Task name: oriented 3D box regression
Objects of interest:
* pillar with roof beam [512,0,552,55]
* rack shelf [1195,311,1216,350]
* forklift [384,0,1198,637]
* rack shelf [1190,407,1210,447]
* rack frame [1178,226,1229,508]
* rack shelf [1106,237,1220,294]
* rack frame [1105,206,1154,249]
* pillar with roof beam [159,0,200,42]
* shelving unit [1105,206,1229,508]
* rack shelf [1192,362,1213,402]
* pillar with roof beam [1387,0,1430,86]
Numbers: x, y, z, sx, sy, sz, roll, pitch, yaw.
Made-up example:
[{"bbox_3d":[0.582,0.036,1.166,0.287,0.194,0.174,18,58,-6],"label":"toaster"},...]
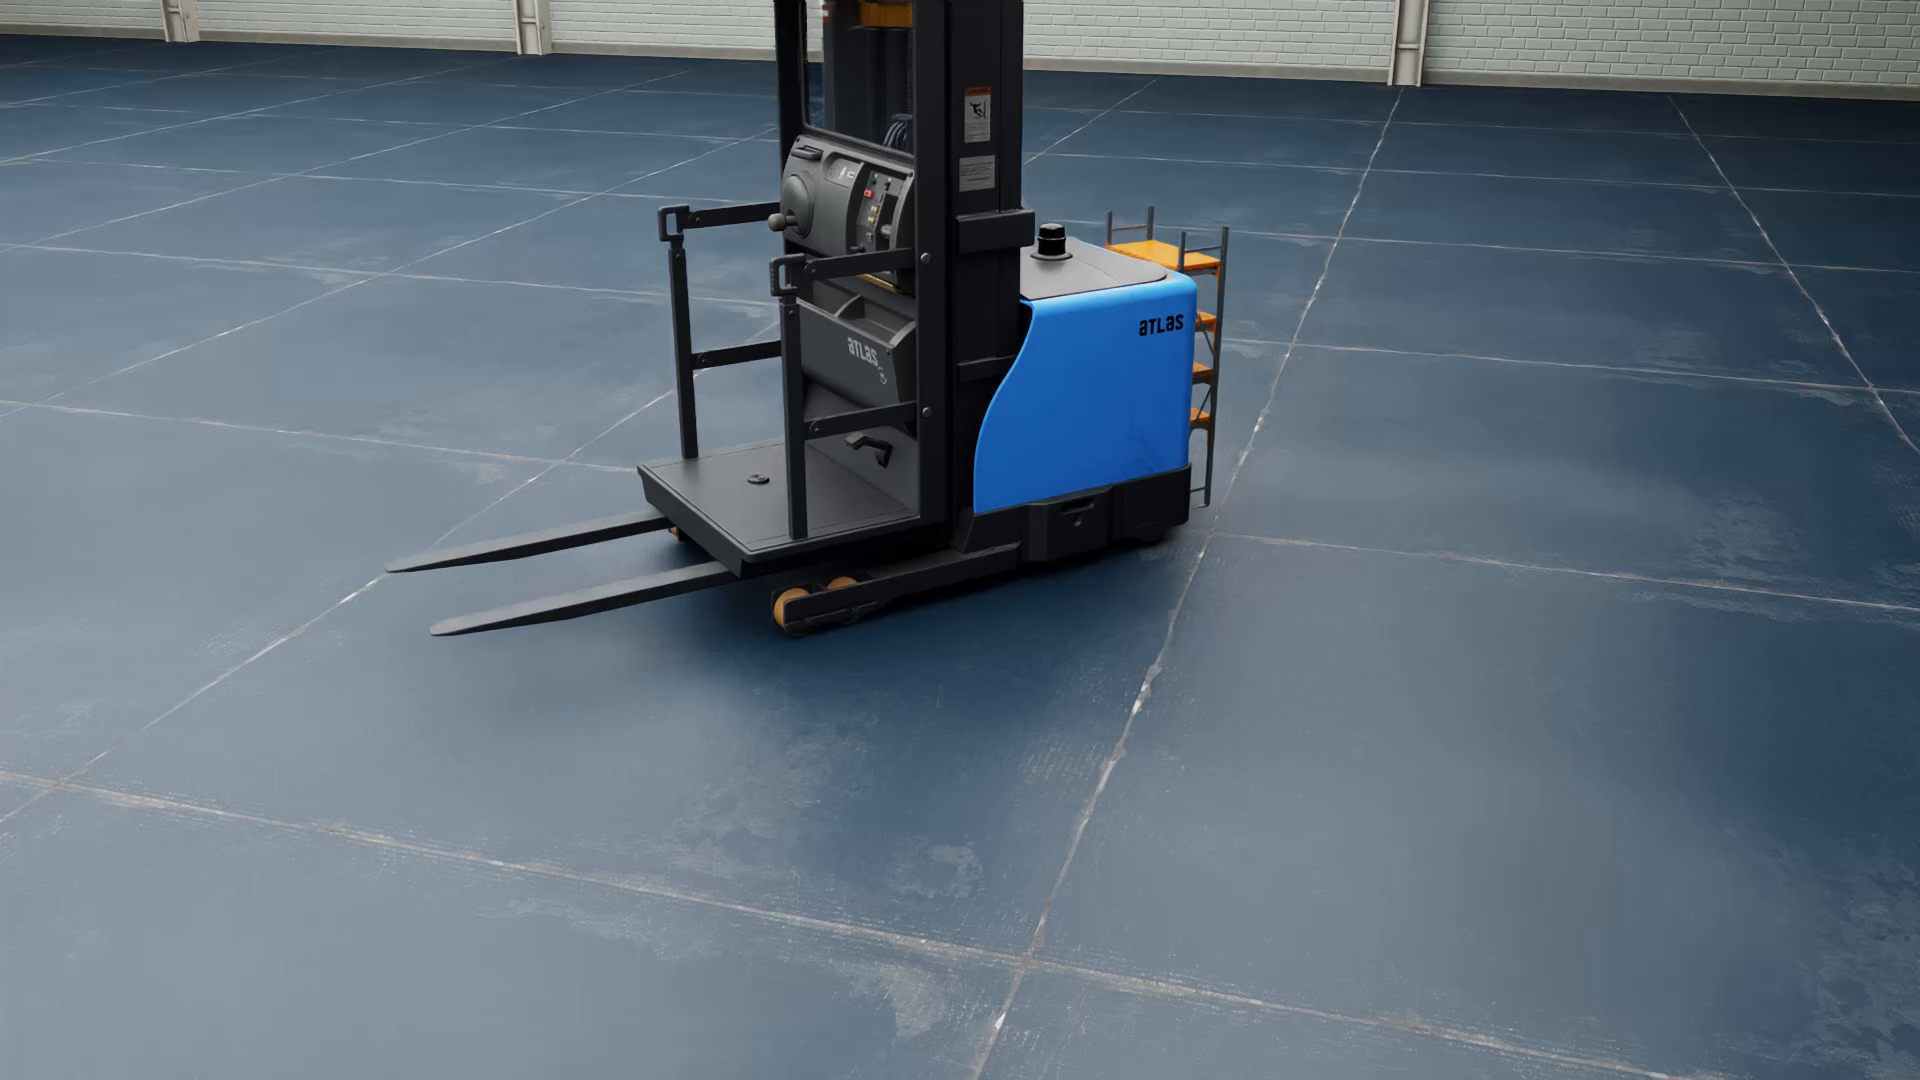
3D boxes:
[{"bbox_3d":[-7.274,-9.511,18.099,0.400,9.000,9.100,7,23,16],"label":"pillar with roof beam"},{"bbox_3d":[0.843,-0.907,6.985,0.258,0.148,0.480,-13,25,-29],"label":"rack shelf"},{"bbox_3d":[-0.594,-1.243,5.938,3.031,2.935,1.130,-13,26,-28],"label":"forklift"},{"bbox_3d":[0.840,-0.516,7.144,0.258,0.148,0.480,-13,25,-29],"label":"rack shelf"},{"bbox_3d":[0.969,-0.683,6.852,0.240,1.200,0.015,-13,25,-29],"label":"rack frame"},{"bbox_3d":[0.845,-1.127,6.897,0.258,0.148,0.480,-13,25,-29],"label":"rack shelf"},{"bbox_3d":[0.715,-0.841,7.237,0.240,1.200,0.015,-13,25,-29],"label":"rack frame"},{"bbox_3d":[-13.018,-10.169,19.703,0.400,9.000,9.100,7,23,16],"label":"pillar with roof beam"},{"bbox_3d":[0.842,-0.762,7.044,0.258,1.200,0.503,-13,25,-29],"label":"shelving unit"},{"bbox_3d":[0.841,-0.700,7.069,0.258,0.148,0.480,-13,25,-29],"label":"rack shelf"},{"bbox_3d":[4.214,-8.196,14.892,0.400,9.000,9.100,7,23,16],"label":"pillar with roof beam"}]
